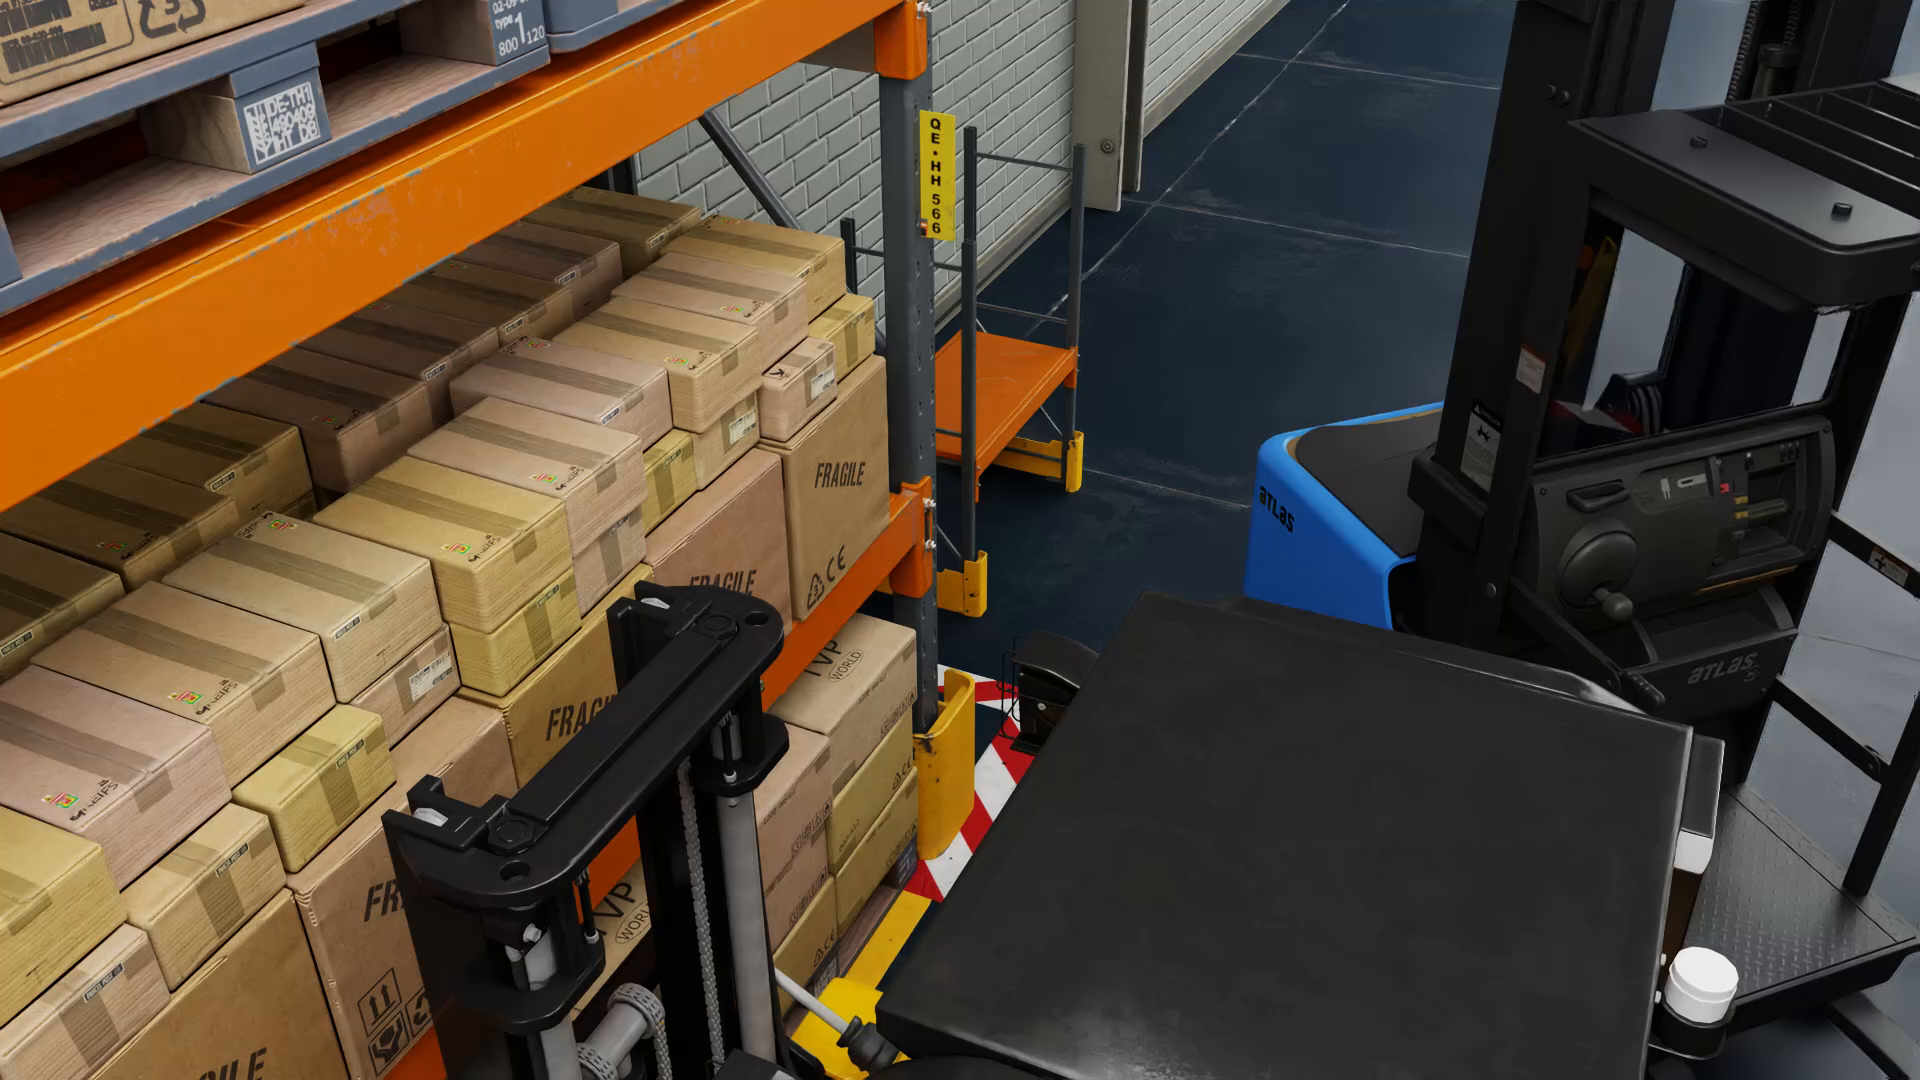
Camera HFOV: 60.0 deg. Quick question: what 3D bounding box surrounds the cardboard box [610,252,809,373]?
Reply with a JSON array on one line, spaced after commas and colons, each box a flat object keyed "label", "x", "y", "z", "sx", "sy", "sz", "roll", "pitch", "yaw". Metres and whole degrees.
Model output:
[{"label": "cardboard box", "x": -0.579, "y": -0.526, "z": 3.863, "sx": 0.380, "sy": 0.149, "sz": 0.250, "roll": 14, "pitch": 36, "yaw": 21}]

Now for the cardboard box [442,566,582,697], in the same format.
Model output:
[{"label": "cardboard box", "x": -0.950, "y": 0.123, "z": 3.144, "sx": 0.380, "sy": 0.149, "sz": 0.250, "roll": 14, "pitch": 36, "yaw": 21}]

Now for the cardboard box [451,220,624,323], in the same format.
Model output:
[{"label": "cardboard box", "x": -1.048, "y": -0.646, "z": 4.046, "sx": 0.380, "sy": 0.149, "sz": 0.250, "roll": 15, "pitch": 36, "yaw": 22}]

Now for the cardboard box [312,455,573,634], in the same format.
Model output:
[{"label": "cardboard box", "x": -0.946, "y": 0.003, "z": 3.056, "sx": 0.380, "sy": 0.149, "sz": 0.250, "roll": 15, "pitch": 36, "yaw": 21}]

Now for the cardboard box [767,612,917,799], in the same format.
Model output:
[{"label": "cardboard box", "x": -0.454, "y": 0.412, "z": 4.599, "sx": 0.500, "sy": 0.250, "sz": 0.500, "roll": 15, "pitch": 36, "yaw": 22}]

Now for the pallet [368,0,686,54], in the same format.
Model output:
[{"label": "pallet", "x": -0.864, "y": -1.316, "z": 3.367, "sx": 1.003, "sy": 0.211, "sz": 1.213, "roll": 14, "pitch": 36, "yaw": 20}]

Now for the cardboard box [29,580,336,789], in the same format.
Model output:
[{"label": "cardboard box", "x": -1.261, "y": 0.231, "z": 2.708, "sx": 0.380, "sy": 0.149, "sz": 0.250, "roll": 14, "pitch": 36, "yaw": 21}]

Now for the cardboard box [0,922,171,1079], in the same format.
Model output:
[{"label": "cardboard box", "x": -1.374, "y": 0.634, "z": 2.365, "sx": 0.380, "sy": 0.149, "sz": 0.250, "roll": 14, "pitch": 36, "yaw": 20}]

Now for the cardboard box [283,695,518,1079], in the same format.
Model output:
[{"label": "cardboard box", "x": -1.152, "y": 0.583, "z": 3.034, "sx": 0.500, "sy": 0.500, "sz": 0.500, "roll": 14, "pitch": 36, "yaw": 21}]

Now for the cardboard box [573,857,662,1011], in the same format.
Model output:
[{"label": "cardboard box", "x": -0.865, "y": 0.921, "z": 3.823, "sx": 0.500, "sy": 0.250, "sz": 0.500, "roll": 15, "pitch": 36, "yaw": 21}]

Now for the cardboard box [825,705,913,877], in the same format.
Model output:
[{"label": "cardboard box", "x": -0.465, "y": 0.634, "z": 4.716, "sx": 0.500, "sy": 0.250, "sz": 0.500, "roll": 14, "pitch": 36, "yaw": 20}]

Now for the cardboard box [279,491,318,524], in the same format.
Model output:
[{"label": "cardboard box", "x": -1.525, "y": -0.025, "z": 3.369, "sx": 0.380, "sy": 0.149, "sz": 0.250, "roll": 15, "pitch": 36, "yaw": 22}]

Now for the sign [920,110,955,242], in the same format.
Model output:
[{"label": "sign", "x": -0.058, "y": -0.897, "z": 4.111, "sx": 0.100, "sy": 0.325, "sz": 0.005, "roll": 14, "pitch": 36, "yaw": 20}]

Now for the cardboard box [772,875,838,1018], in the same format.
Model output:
[{"label": "cardboard box", "x": -0.671, "y": 1.081, "z": 4.490, "sx": 0.500, "sy": 0.250, "sz": 0.500, "roll": 14, "pitch": 36, "yaw": 20}]

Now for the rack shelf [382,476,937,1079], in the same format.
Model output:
[{"label": "rack shelf", "x": -1.382, "y": 0.852, "z": 3.372, "sx": 1.077, "sy": 0.370, "sz": 4.000, "roll": 14, "pitch": 36, "yaw": 20}]

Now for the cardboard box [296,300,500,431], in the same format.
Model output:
[{"label": "cardboard box", "x": -1.234, "y": -0.387, "z": 3.651, "sx": 0.380, "sy": 0.149, "sz": 0.250, "roll": 14, "pitch": 36, "yaw": 21}]

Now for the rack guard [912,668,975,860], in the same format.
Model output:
[{"label": "rack guard", "x": -0.535, "y": 0.588, "z": 5.397, "sx": 1.175, "sy": 0.500, "sz": 0.348, "roll": 14, "pitch": 36, "yaw": 20}]

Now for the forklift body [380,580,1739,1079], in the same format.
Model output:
[{"label": "forklift body", "x": 0.319, "y": 1.273, "z": 2.848, "sx": 2.313, "sy": 2.155, "sz": 1.214, "roll": 14, "pitch": 36, "yaw": 20}]

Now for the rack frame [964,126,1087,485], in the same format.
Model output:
[{"label": "rack frame", "x": 0.248, "y": -0.923, "z": 6.790, "sx": 0.500, "sy": 1.500, "sz": 0.032, "roll": 14, "pitch": 36, "yaw": 20}]

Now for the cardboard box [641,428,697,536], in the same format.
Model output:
[{"label": "cardboard box", "x": -0.794, "y": -0.151, "z": 3.562, "sx": 0.380, "sy": 0.149, "sz": 0.250, "roll": 14, "pitch": 36, "yaw": 20}]

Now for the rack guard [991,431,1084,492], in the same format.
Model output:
[{"label": "rack guard", "x": 0.240, "y": -0.391, "z": 7.118, "sx": 0.587, "sy": 0.250, "sz": 0.087, "roll": 14, "pitch": 36, "yaw": 20}]

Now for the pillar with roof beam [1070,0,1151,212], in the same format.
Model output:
[{"label": "pillar with roof beam", "x": 4.765, "y": -4.815, "z": 5.886, "sx": 9.100, "sy": 9.000, "sz": 0.400, "roll": 14, "pitch": 36, "yaw": 20}]

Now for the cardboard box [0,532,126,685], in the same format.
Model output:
[{"label": "cardboard box", "x": -1.660, "y": 0.132, "z": 2.859, "sx": 0.380, "sy": 0.149, "sz": 0.250, "roll": 15, "pitch": 36, "yaw": 22}]

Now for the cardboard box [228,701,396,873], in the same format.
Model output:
[{"label": "cardboard box", "x": -1.181, "y": 0.370, "z": 2.768, "sx": 0.380, "sy": 0.149, "sz": 0.250, "roll": 13, "pitch": 36, "yaw": 20}]

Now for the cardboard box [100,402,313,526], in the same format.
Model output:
[{"label": "cardboard box", "x": -1.521, "y": -0.142, "z": 3.277, "sx": 0.380, "sy": 0.149, "sz": 0.250, "roll": 13, "pitch": 36, "yaw": 19}]

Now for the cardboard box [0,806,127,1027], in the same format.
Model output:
[{"label": "cardboard box", "x": -1.405, "y": 0.499, "z": 2.300, "sx": 0.380, "sy": 0.149, "sz": 0.250, "roll": 14, "pitch": 36, "yaw": 20}]

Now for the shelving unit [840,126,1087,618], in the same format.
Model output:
[{"label": "shelving unit", "x": 0.032, "y": -0.665, "z": 6.397, "sx": 0.587, "sy": 1.500, "sz": 1.083, "roll": 14, "pitch": 36, "yaw": 20}]

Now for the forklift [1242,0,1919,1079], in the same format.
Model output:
[{"label": "forklift", "x": 1.923, "y": 0.006, "z": 4.067, "sx": 1.130, "sy": 2.935, "sz": 3.031, "roll": -12, "pitch": 35, "yaw": -17}]

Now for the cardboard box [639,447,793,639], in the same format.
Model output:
[{"label": "cardboard box", "x": -0.738, "y": 0.075, "z": 3.810, "sx": 0.500, "sy": 0.500, "sz": 0.500, "roll": 15, "pitch": 36, "yaw": 22}]

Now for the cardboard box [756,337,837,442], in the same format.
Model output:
[{"label": "cardboard box", "x": -0.516, "y": -0.387, "z": 3.922, "sx": 0.380, "sy": 0.149, "sz": 0.250, "roll": 15, "pitch": 36, "yaw": 21}]

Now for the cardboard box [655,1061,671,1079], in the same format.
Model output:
[{"label": "cardboard box", "x": -0.881, "y": 1.143, "z": 3.939, "sx": 0.500, "sy": 0.250, "sz": 0.500, "roll": 13, "pitch": 36, "yaw": 19}]

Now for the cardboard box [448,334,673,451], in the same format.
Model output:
[{"label": "cardboard box", "x": -0.835, "y": -0.282, "z": 3.491, "sx": 0.380, "sy": 0.149, "sz": 0.250, "roll": 14, "pitch": 36, "yaw": 21}]
